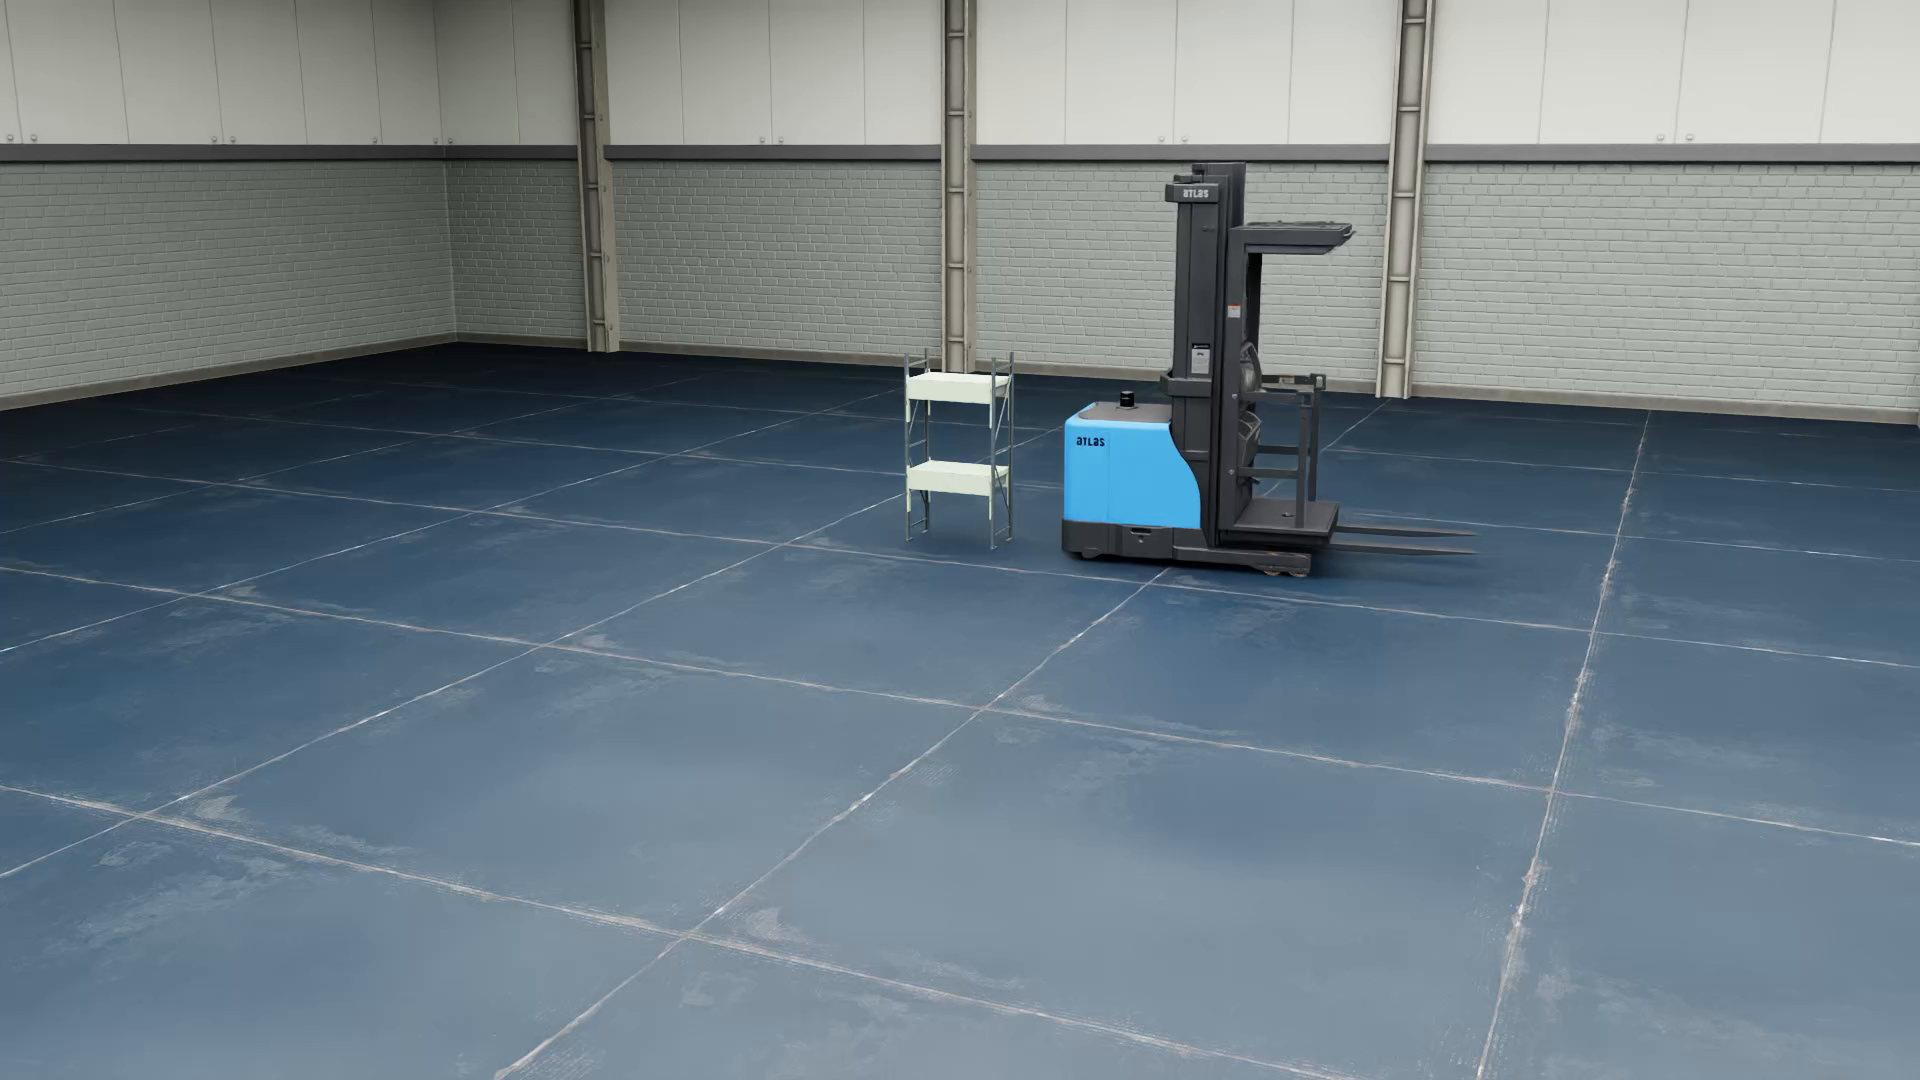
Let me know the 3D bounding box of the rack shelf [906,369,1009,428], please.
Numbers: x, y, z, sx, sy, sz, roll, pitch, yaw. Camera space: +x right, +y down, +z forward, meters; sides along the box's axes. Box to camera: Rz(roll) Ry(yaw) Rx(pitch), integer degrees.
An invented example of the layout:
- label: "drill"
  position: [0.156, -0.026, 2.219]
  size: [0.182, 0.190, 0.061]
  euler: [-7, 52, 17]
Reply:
- label: "rack shelf"
  position: [-0.006, -1.111, 12.997]
  size: [0.720, 0.370, 0.431]
  euler: [6, 14, 23]

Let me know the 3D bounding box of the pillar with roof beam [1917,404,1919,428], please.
- label: "pillar with roof beam"
  position: [9.211, -4.740, 13.755]
  size: [0.400, 9.000, 9.100]
  euler: [6, 14, 23]

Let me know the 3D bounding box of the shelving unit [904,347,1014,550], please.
- label: "shelving unit"
  position: [-0.006, -0.731, 13.086]
  size: [0.755, 1.500, 0.431]
  euler: [6, 14, 23]

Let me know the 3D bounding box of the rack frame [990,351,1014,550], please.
- label: "rack frame"
  position: [0.329, -0.697, 12.942]
  size: [0.023, 1.500, 0.400]
  euler: [6, 14, 23]

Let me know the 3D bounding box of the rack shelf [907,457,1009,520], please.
- label: "rack shelf"
  position: [-0.006, -0.413, 13.161]
  size: [0.720, 0.370, 0.431]
  euler: [6, 14, 23]

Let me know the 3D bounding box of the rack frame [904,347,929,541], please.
- label: "rack frame"
  position: [-0.341, -0.765, 13.230]
  size: [0.023, 1.500, 0.400]
  euler: [6, 14, 23]

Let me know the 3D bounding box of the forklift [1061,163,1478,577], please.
- label: "forklift"
  position: [2.347, -1.290, 12.336]
  size: [3.031, 2.935, 1.130]
  euler: [4, 14, 16]

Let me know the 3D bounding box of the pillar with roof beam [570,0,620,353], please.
- label: "pillar with roof beam"
  position: [-7.246, -6.405, 20.853]
  size: [0.400, 9.000, 9.100]
  euler: [6, 14, 23]

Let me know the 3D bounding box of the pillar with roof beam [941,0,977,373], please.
- label: "pillar with roof beam"
  position: [-1.761, -5.850, 18.487]
  size: [0.400, 9.000, 9.100]
  euler: [6, 14, 23]

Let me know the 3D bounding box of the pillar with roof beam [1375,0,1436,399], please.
- label: "pillar with roof beam"
  position: [3.725, -5.295, 16.121]
  size: [0.400, 9.000, 9.100]
  euler: [6, 14, 23]
